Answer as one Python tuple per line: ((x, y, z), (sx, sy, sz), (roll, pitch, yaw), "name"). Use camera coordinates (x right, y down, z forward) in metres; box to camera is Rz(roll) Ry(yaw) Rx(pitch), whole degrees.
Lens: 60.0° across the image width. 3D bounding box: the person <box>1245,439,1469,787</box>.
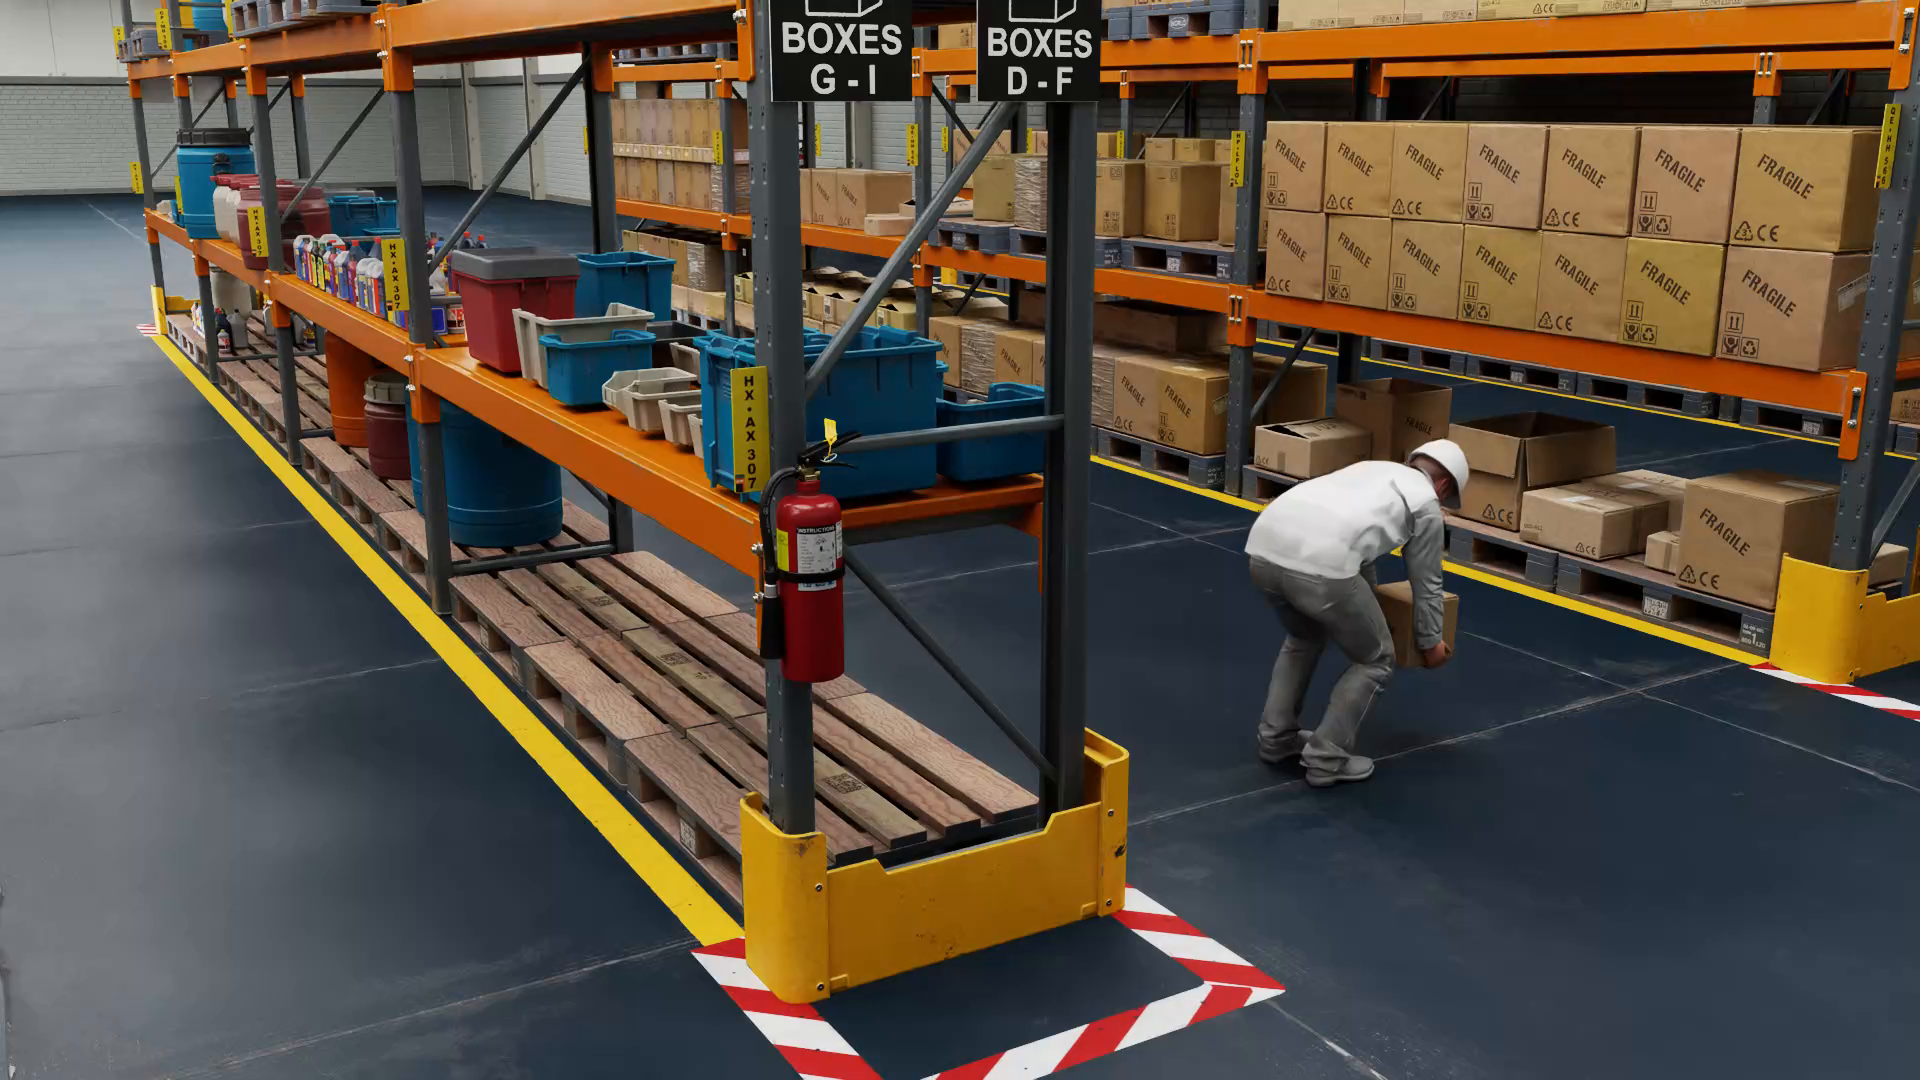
((1.501, 0.249, 6.198), (0.985, 1.178, 0.492), (-10, 17, -32), "person")
